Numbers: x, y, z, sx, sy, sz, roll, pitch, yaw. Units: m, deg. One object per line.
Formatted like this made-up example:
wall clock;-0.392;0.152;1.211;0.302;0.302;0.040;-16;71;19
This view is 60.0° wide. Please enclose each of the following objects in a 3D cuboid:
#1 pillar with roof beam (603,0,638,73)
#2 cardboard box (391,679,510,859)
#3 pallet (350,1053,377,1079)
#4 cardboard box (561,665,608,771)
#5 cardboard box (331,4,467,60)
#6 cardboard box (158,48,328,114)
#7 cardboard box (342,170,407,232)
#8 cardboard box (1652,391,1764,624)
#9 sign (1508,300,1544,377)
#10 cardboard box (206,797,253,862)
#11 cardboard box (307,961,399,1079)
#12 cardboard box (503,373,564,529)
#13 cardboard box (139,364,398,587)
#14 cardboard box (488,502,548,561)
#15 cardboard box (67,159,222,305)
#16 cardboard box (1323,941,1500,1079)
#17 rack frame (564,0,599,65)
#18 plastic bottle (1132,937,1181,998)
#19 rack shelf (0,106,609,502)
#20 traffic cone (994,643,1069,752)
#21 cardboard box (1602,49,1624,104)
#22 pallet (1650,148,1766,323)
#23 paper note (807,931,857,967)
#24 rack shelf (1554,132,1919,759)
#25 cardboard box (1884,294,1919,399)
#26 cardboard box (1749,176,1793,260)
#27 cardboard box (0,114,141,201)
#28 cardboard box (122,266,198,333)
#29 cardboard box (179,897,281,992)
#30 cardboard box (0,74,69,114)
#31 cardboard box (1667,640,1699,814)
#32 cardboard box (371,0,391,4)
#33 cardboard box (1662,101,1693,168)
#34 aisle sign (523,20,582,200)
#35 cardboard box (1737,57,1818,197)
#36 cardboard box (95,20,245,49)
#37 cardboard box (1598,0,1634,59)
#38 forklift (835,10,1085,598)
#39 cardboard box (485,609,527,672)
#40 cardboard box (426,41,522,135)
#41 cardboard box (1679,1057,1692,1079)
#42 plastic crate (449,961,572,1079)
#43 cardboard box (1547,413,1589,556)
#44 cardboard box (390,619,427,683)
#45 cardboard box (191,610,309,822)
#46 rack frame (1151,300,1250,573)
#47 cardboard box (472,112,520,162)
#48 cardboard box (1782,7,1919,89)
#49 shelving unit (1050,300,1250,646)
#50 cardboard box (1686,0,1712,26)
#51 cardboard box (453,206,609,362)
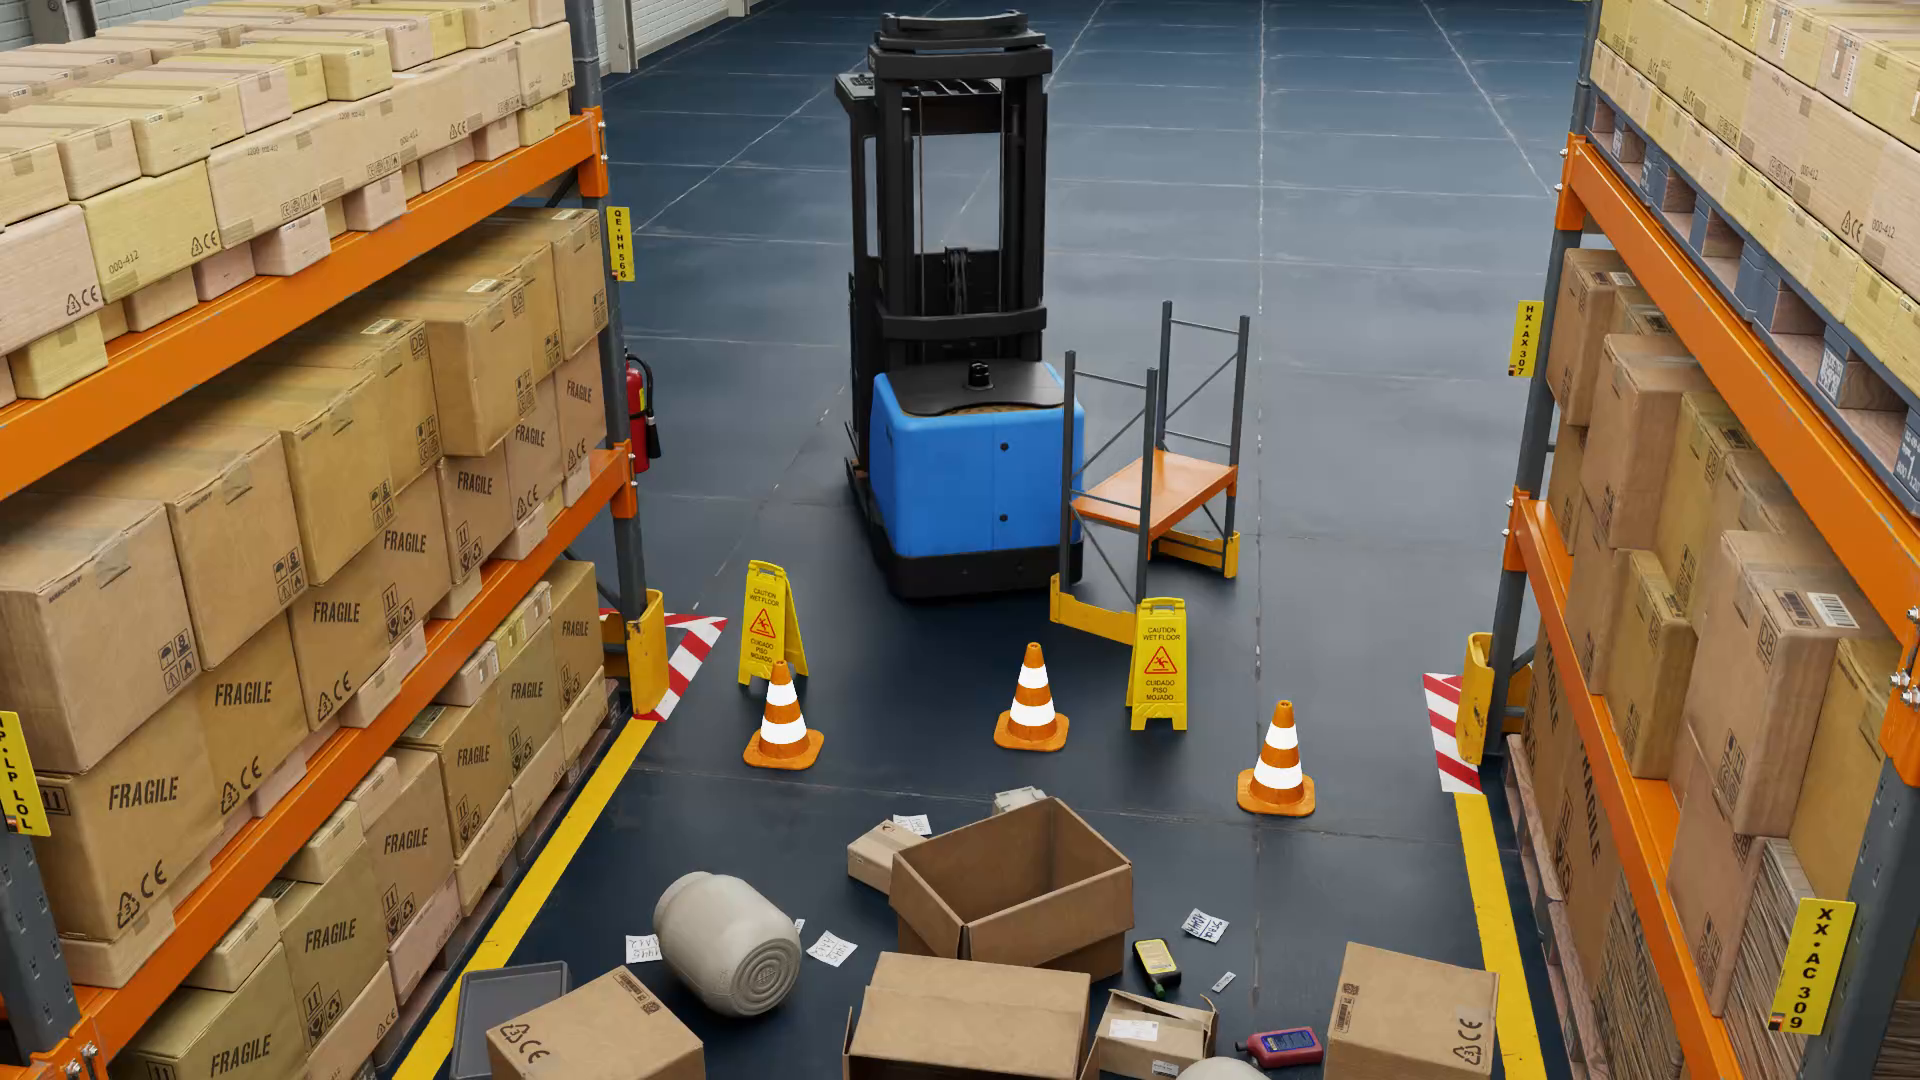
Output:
pillar with roof beam;-0.727;-10.722;22.042;9.100;9.000;0.400;4;25;9
cardboard box;-2.061;0.836;6.289;0.500;0.500;0.500;3;25;7
pallet;-2.594;1.991;5.248;1.003;0.211;1.213;4;25;9
cardboard box;-1.886;0.760;7.336;0.500;0.250;0.500;4;25;8
cardboard box;-1.976;-1.790;5.853;0.380;0.149;0.250;4;25;9
cardboard box;-2.123;-1.360;4.934;0.380;0.149;0.250;5;25;10
cardboard box;-2.005;-1.092;5.304;0.380;0.149;0.250;4;25;8
cardboard box;2.603;-0.074;4.918;0.875;0.550;0.500;4;25;9
sign;2.338;-0.830;6.870;0.100;0.325;0.005;4;25;9
cardboard box;-2.298;0.793;4.814;0.380;0.149;0.250;4;25;8
cardboard box;-2.230;1.614;5.511;0.500;0.250;0.500;5;26;11
cardboard box;-1.919;-0.387;6.569;0.500;0.500;0.500;4;25;9
cardboard box;-2.170;-0.211;5.014;0.700;0.500;0.500;3;25;7
cardboard box;-1.873;-0.048;6.610;0.380;0.149;0.250;4;25;9
cardboard box;-2.252;-0.796;4.199;0.500;0.250;0.500;4;25;8
cardboard box;1.472;1.722;5.477;0.500;0.500;0.500;8;26;18
rack frame;-2.016;-3.379;6.354;1.000;3.000;0.127;4;25;9
plastic bottle;0.748;1.608;6.243;0.133;0.061;0.283;-5;25;-10
rack shelf;-2.342;-0.858;5.355;1.077;0.370;4.000;4;25;9
traffic cone;0.337;0.691;7.728;0.336;0.463;0.334;4;25;9
cardboard box;2.471;-1.614;5.804;0.380;0.149;0.250;4;25;9
pallet;2.576;-0.857;4.608;1.003;0.211;1.213;4;25;9
paper note;-0.493;1.566;6.381;0.148;0.019;0.142;13;28;26
rack shelf;2.558;-0.557;4.713;1.077;0.370;4.000;4;25;9
cardboard box;1.975;-0.343;3.089;0.380;0.149;0.250;4;25;8
cardboard box;2.141;-0.768;3.996;0.380;0.149;0.250;4;25;9
cardboard box;-2.230;-0.924;4.004;0.380;0.149;0.250;3;25;7
cardboard box;-2.267;-0.666;4.392;0.380;0.149;0.250;5;26;10
cardboard box;-2.227;1.157;4.839;0.380;0.149;0.250;4;25;9
cardboard box;-2.678;-1.179;4.548;0.380;0.149;0.250;4;25;7
cardboard box;2.551;0.639;4.669;0.875;0.550;0.550;4;25;9
cardboard box;-2.301;-2.027;6.359;0.380;0.149;0.250;4;25;8
cardboard box;2.306;-1.192;4.904;0.380;0.149;0.250;4;25;8
aisle sign;-1.719;-1.845;7.087;0.394;0.787;0.004;4;25;9
cardboard box;2.224;-0.993;4.008;0.500;0.250;0.500;4;25;8
cardboard box;-2.586;-1.613;5.475;0.380;0.149;0.250;5;25;10
cardboard box;2.552;-1.838;5.813;0.500;0.250;0.500;4;25;8
forklift;-0.108;-1.615;9.742;1.130;2.935;3.031;-5;25;-10
cardboard box;-1.927;0.376;6.506;0.380;0.149;0.250;4;25;9
cardboard box;-1.930;-1.645;6.014;0.500;0.250;0.500;4;25;8
cardboard box;2.403;1.826;4.322;0.875;0.875;0.875;4;25;9
plastic crate;-1.604;1.734;5.952;0.402;0.080;0.583;-5;25;-10
cardboard box;2.868;-0.271;6.613;0.875;0.550;0.550;4;25;9
cardboard box;-2.069;0.374;5.710;0.380;0.149;0.250;4;25;8
cardboard box;-2.263;0.455;4.771;0.500;0.500;0.500;4;25;8
rack frame;1.308;-0.553;9.163;0.500;1.500;0.032;16;30;31
cardboard box;-1.883;-1.523;6.223;0.380;0.149;0.250;5;26;10
cardboard box;2.141;-1.128;3.827;0.380;0.149;0.250;4;25;9
shelving unit;1.016;-0.372;8.776;0.587;1.500;1.083;16;30;31
cardboard box;2.307;-1.553;4.735;0.380;0.149;0.250;4;25;8
cardboard box;-1.884;-1.066;6.841;0.700;0.500;0.500;3;25;7
